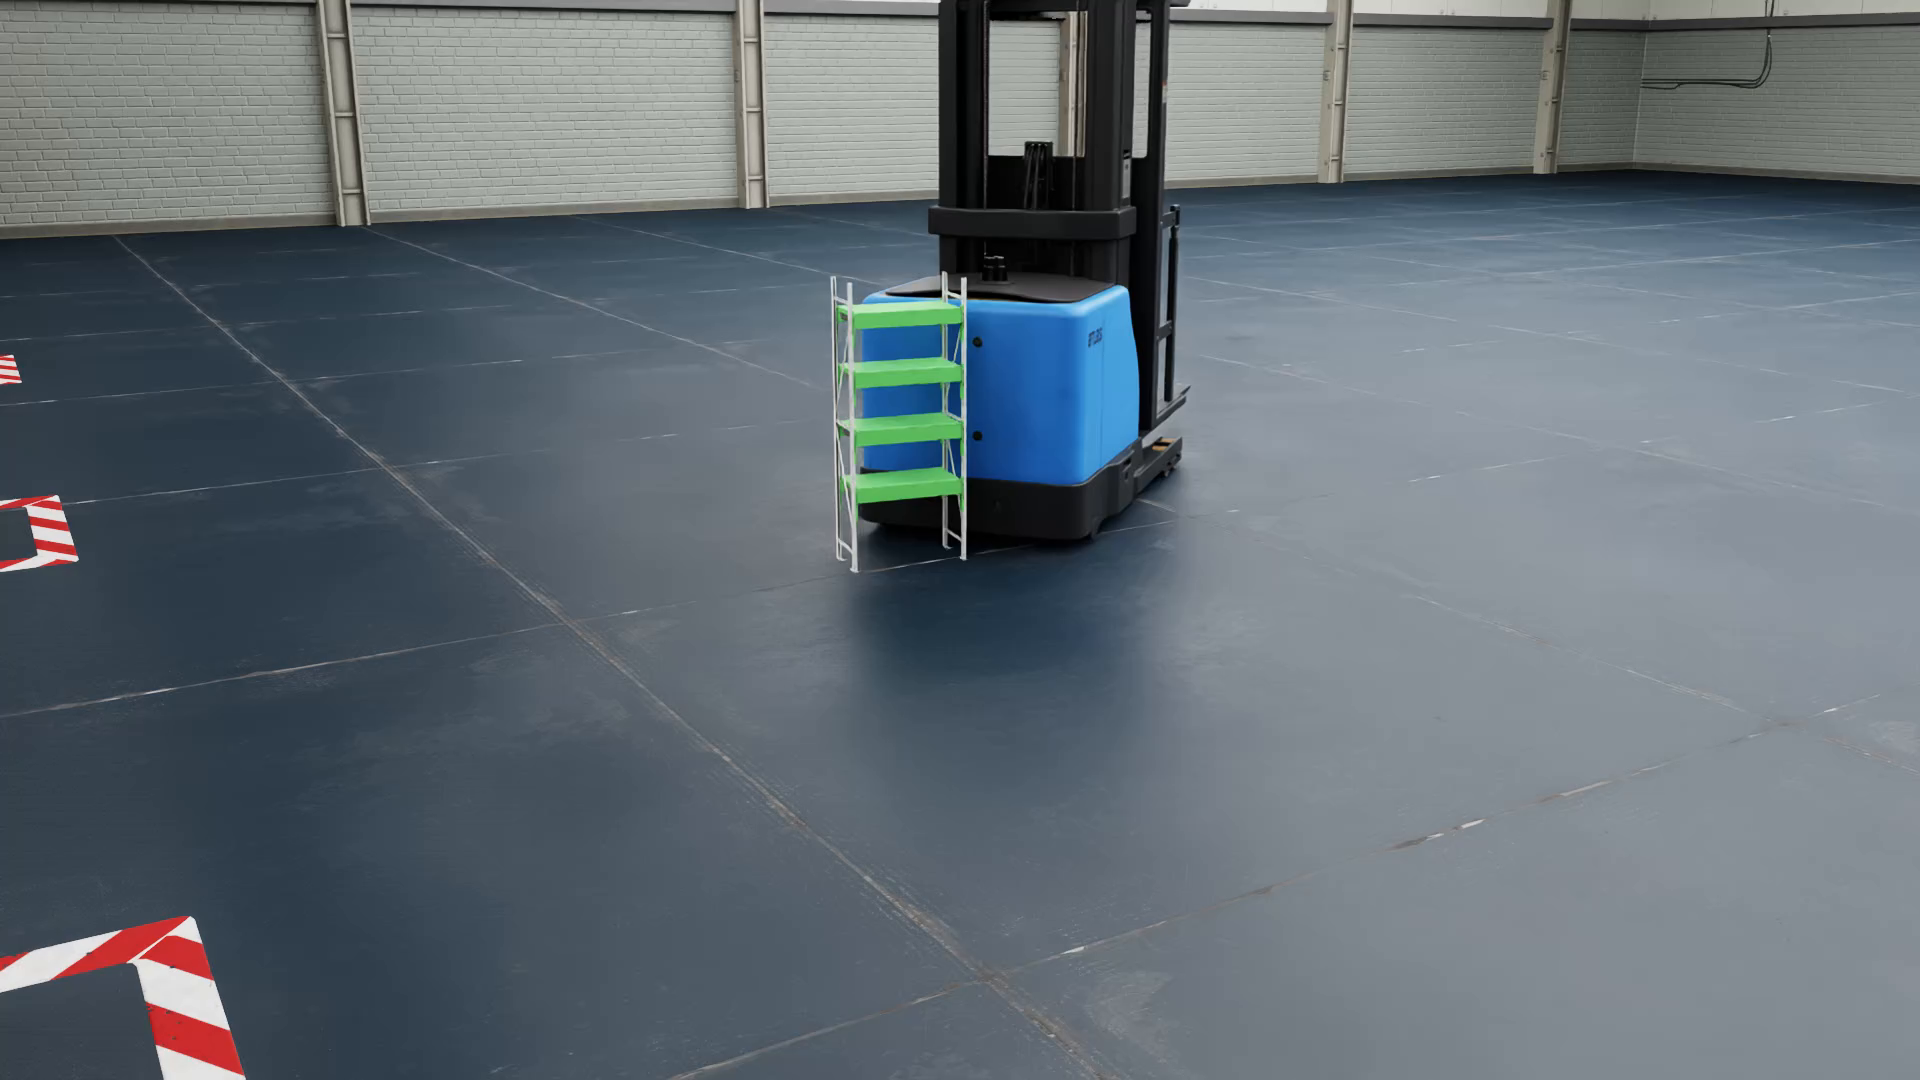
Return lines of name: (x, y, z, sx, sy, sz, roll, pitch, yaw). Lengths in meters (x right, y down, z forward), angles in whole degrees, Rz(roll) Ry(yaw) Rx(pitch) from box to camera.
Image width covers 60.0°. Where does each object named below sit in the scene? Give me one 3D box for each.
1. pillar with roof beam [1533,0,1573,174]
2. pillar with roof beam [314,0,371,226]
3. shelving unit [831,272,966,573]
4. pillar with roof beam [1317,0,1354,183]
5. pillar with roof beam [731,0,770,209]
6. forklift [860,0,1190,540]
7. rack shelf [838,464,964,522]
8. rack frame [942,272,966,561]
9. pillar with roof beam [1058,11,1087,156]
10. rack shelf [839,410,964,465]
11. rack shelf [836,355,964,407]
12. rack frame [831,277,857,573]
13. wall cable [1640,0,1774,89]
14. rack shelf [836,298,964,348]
pillar with roof beam: (14.441, -11.014, 30.030, 0.400, 9.000, 9.100, -9, 18, -30)
pillar with roof beam: (-6.131, -7.678, 18.129, 0.400, 9.000, 9.100, -9, 18, -30)
shelving unit: (-0.251, -0.494, 6.950, 0.503, 1.200, 0.258, -6, 17, -21)
pillar with roof beam: (9.298, -10.180, 27.055, 0.400, 9.000, 9.100, -9, 18, -30)
pillar with roof beam: (-0.988, -8.512, 21.104, 0.400, 9.000, 9.100, -9, 18, -30)
forklift: (0.531, -1.765, 8.277, 1.130, 2.935, 3.031, 6, 17, 19)
rack shelf: (-0.251, -0.202, 7.032, 0.480, 0.148, 0.258, -6, 17, -21)
rack frame: (-0.024, -0.518, 7.036, 0.015, 1.200, 0.240, -6, 17, -21)
pillar with roof beam: (4.155, -9.346, 24.080, 0.400, 9.000, 9.100, -9, 18, -30)
rack shelf: (-0.251, -0.433, 6.967, 0.480, 0.148, 0.258, -6, 17, -21)
rack shelf: (-0.251, -0.664, 6.902, 0.480, 0.148, 0.258, -6, 17, -21)
rack frame: (-0.478, -0.470, 6.864, 0.015, 1.200, 0.240, -6, 17, -21)
wall cable: (15.431, -10.619, 34.372, 0.112, 2.526, 3.097, -9, 18, -30)
rack shelf: (-0.251, -0.895, 6.838, 0.480, 0.148, 0.258, -6, 17, -21)
